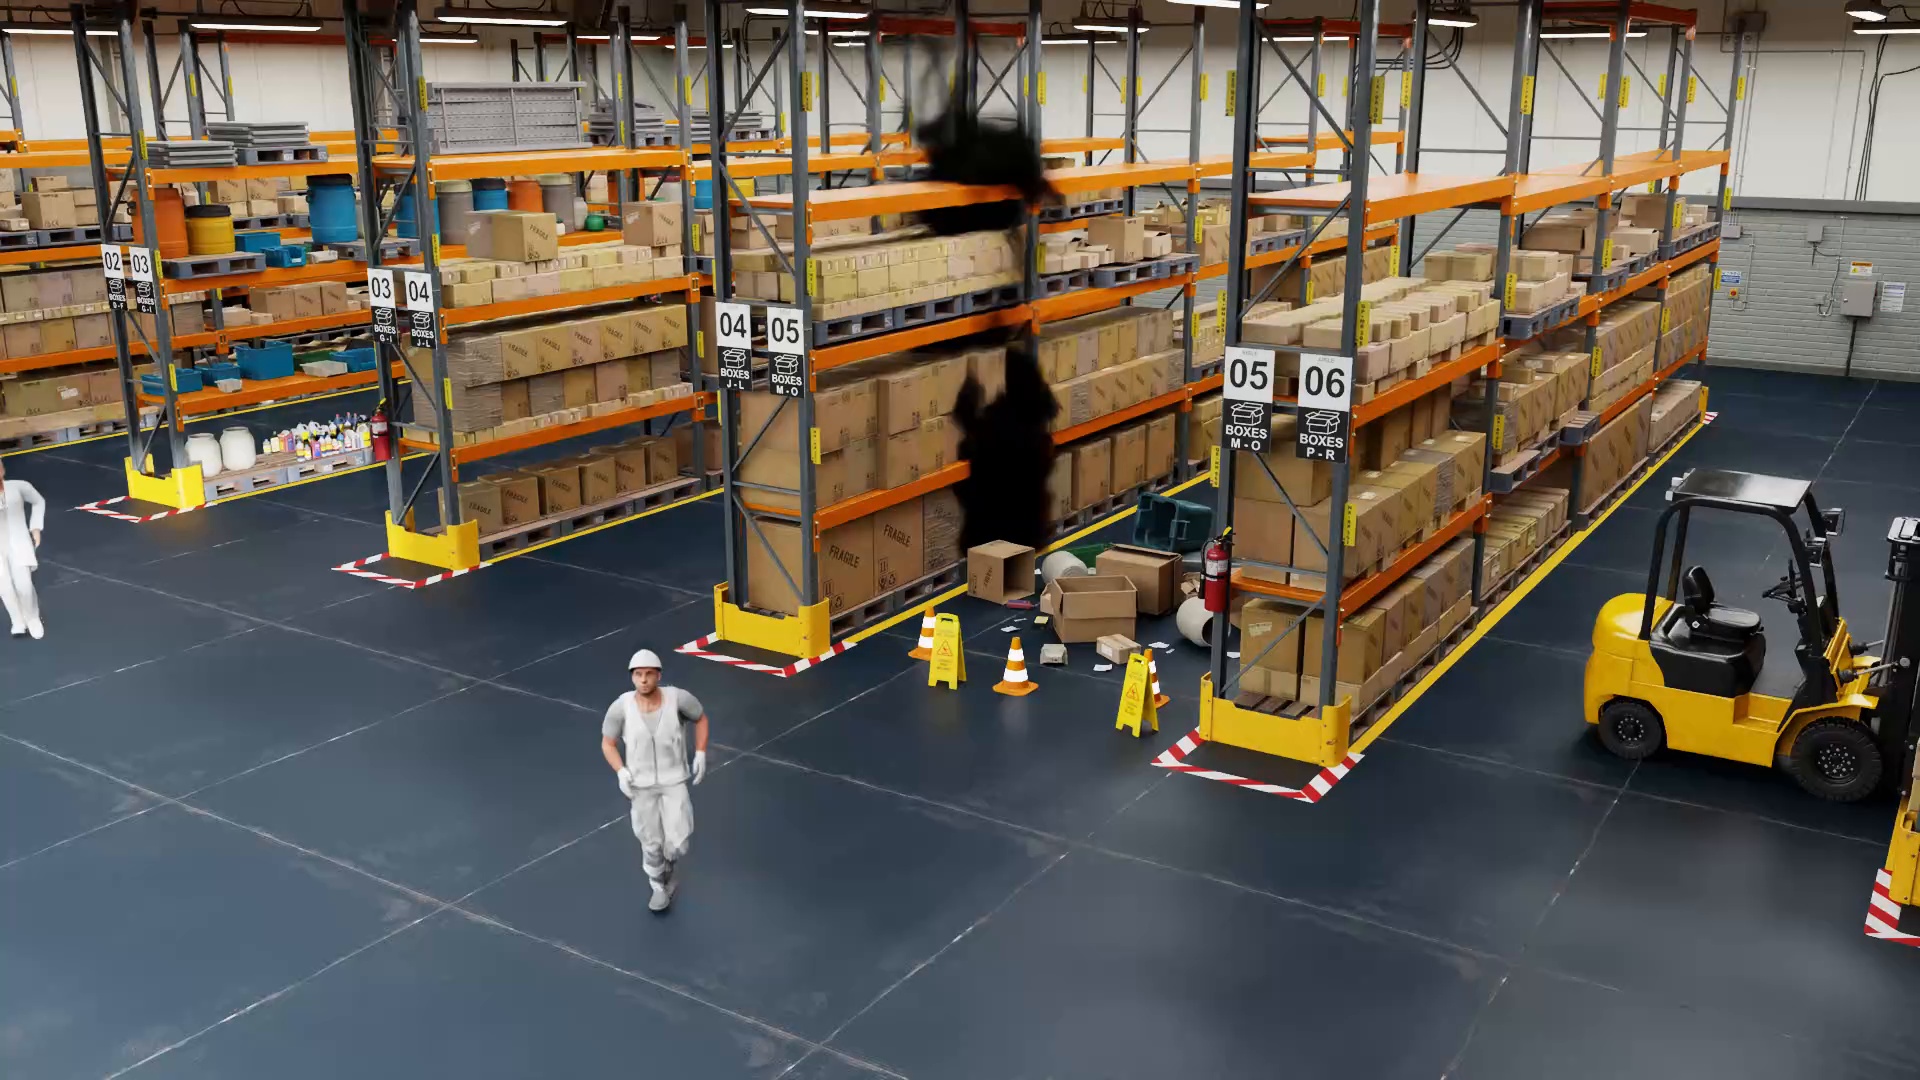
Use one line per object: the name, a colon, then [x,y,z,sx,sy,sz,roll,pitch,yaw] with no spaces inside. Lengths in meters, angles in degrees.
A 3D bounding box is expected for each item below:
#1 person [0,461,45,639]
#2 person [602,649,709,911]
person: [-8.947,0.106,15.595,0.709,1.789,0.731,-7,17,-23]
person: [-1.899,1.536,10.450,0.669,1.742,0.518,-3,16,-10]
